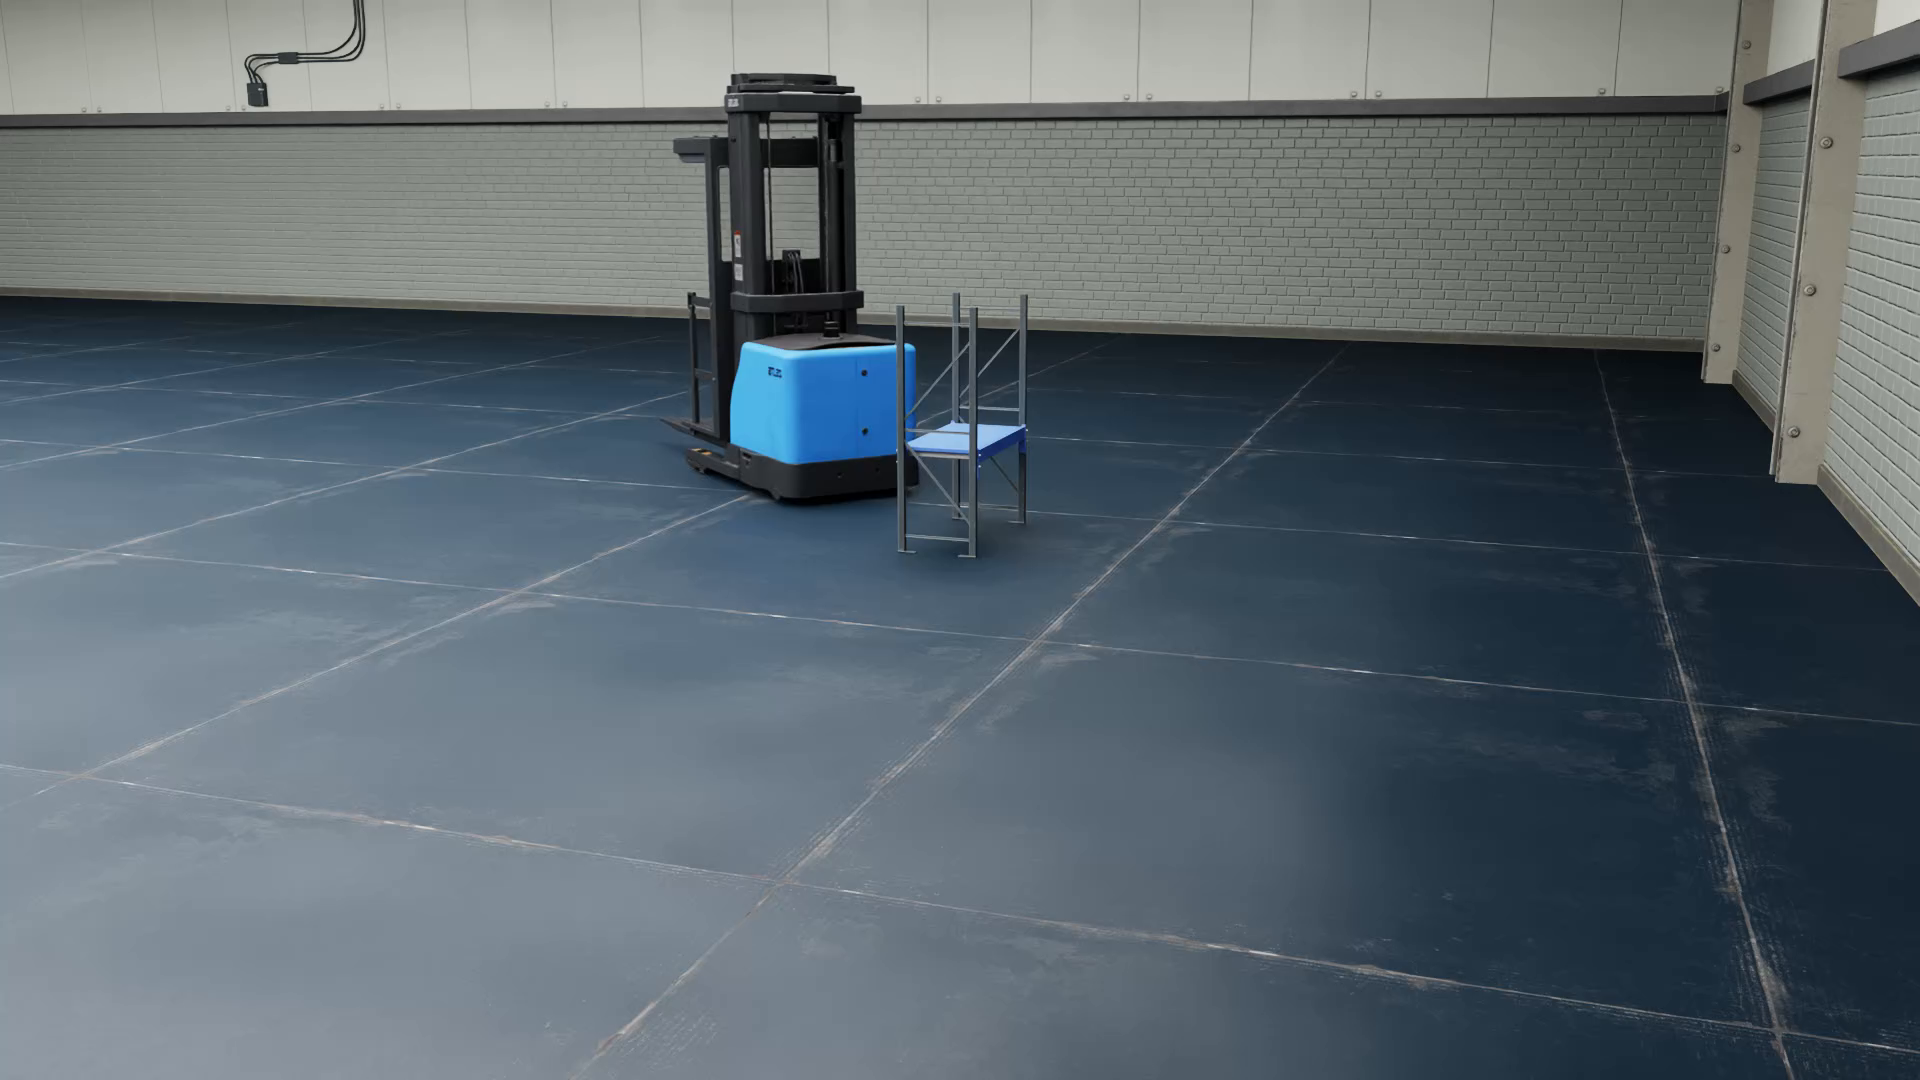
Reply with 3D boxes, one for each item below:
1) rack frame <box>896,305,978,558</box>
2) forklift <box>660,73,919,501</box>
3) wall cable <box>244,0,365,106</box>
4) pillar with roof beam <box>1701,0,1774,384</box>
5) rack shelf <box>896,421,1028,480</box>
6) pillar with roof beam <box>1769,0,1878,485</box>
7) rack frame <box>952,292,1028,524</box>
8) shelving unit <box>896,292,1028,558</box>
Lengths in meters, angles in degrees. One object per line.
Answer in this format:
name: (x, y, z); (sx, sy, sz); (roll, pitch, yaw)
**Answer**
rack frame: (-0.137, -0.642, 9.931); (0.500, 1.500, 0.032); (4, 14, 18)
forklift: (-1.471, -1.984, 12.595); (1.130, 2.935, 3.031); (-7, 15, -29)
wall cable: (-10.402, -9.874, 25.884); (2.305, 6.003, 0.169); (4, 14, 18)
pillar with roof beam: (4.148, -6.420, 18.393); (9.100, 9.000, 0.400); (4, 14, 18)
rack shelf: (0.028, -0.574, 10.440); (0.538, 0.185, 1.000); (4, 14, 18)
pillar with roof beam: (2.206, -5.157, 12.858); (9.100, 9.000, 0.400); (4, 14, 18)
rack frame: (0.192, -0.856, 10.869); (0.500, 1.500, 0.032); (4, 14, 18)
shelving unit: (0.028, -0.749, 10.400); (0.538, 1.500, 1.048); (4, 14, 18)
